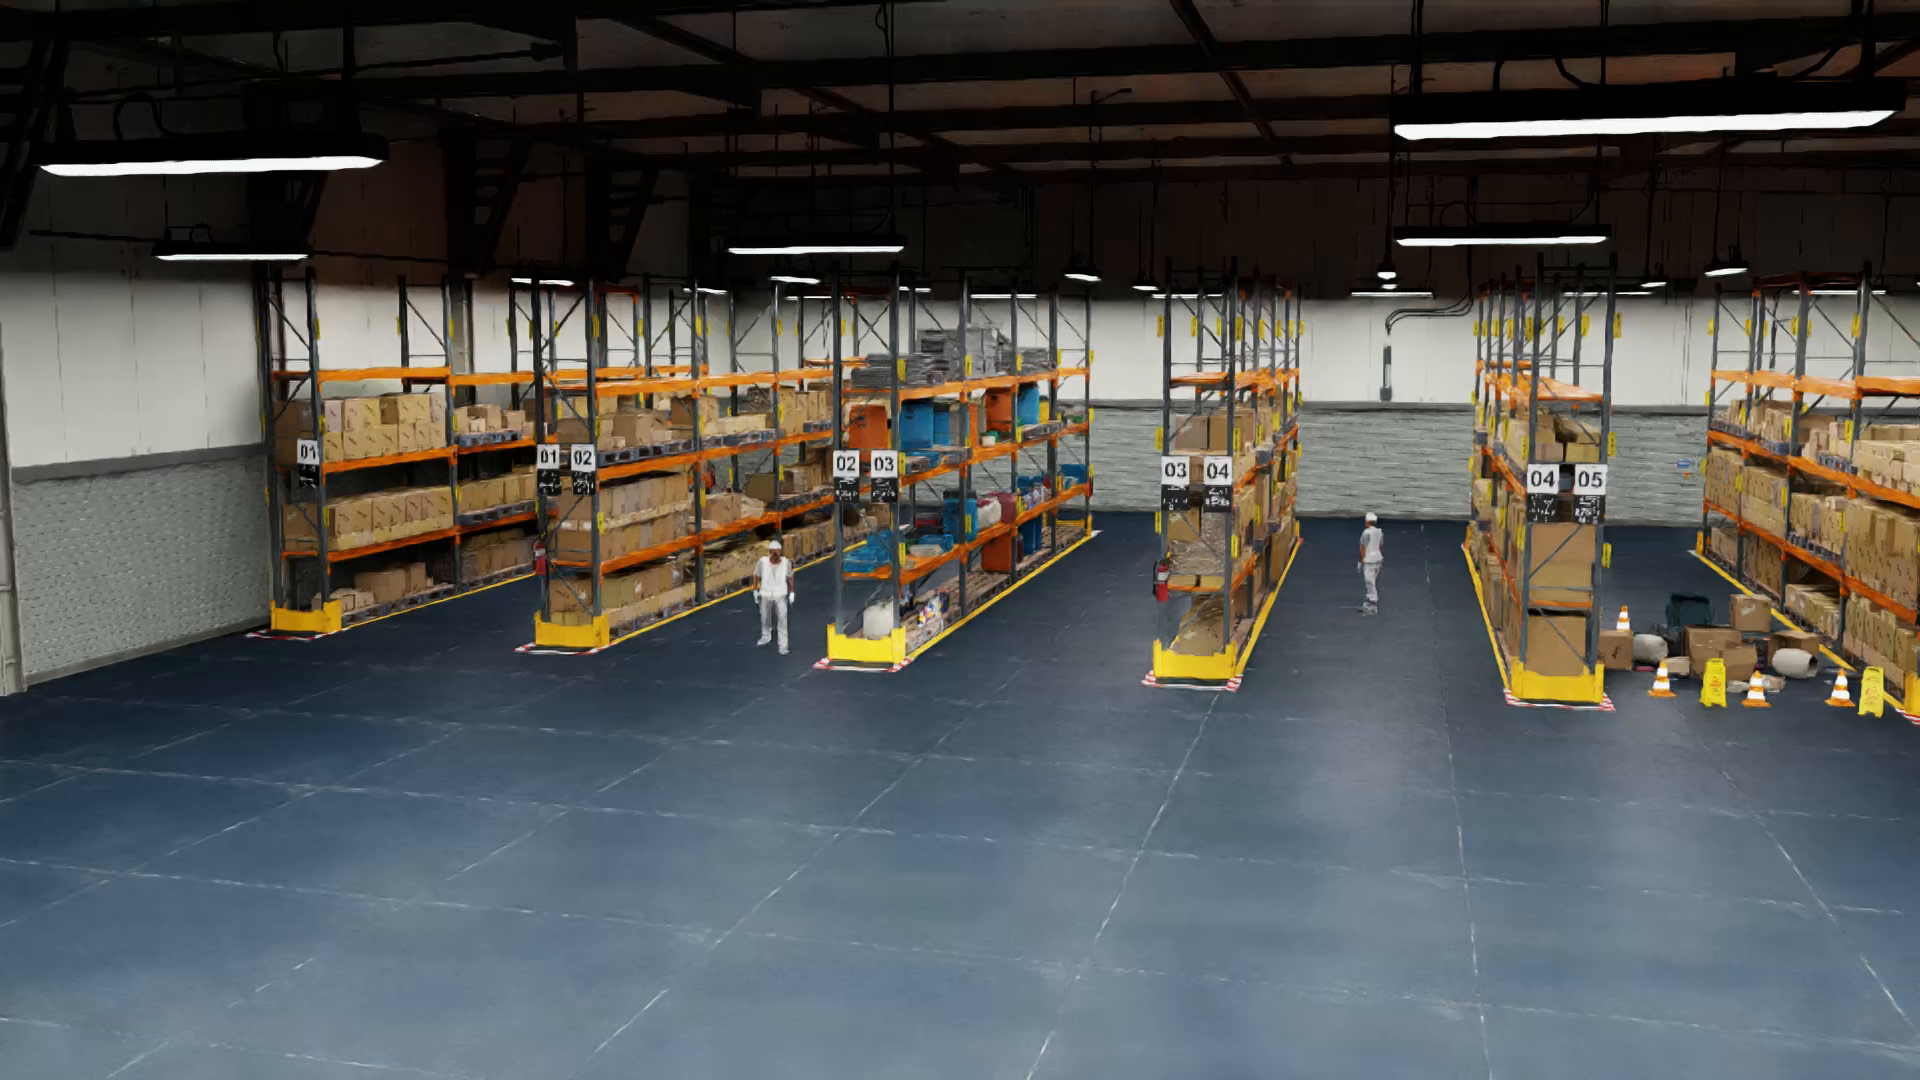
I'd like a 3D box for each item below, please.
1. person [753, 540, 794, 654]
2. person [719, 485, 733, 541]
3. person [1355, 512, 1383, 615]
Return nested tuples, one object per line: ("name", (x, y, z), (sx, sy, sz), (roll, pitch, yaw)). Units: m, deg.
("person", (-2.900, 0.849, 25.911), (0.628, 1.737, 0.872), (0, 7, -3))
("person", (-5.171, -0.480, 37.211), (0.413, 1.517, 1.042), (2, 7, 12))
("person", (7.184, 0.397, 29.237), (0.577, 1.785, 0.655), (7, 10, 43))
